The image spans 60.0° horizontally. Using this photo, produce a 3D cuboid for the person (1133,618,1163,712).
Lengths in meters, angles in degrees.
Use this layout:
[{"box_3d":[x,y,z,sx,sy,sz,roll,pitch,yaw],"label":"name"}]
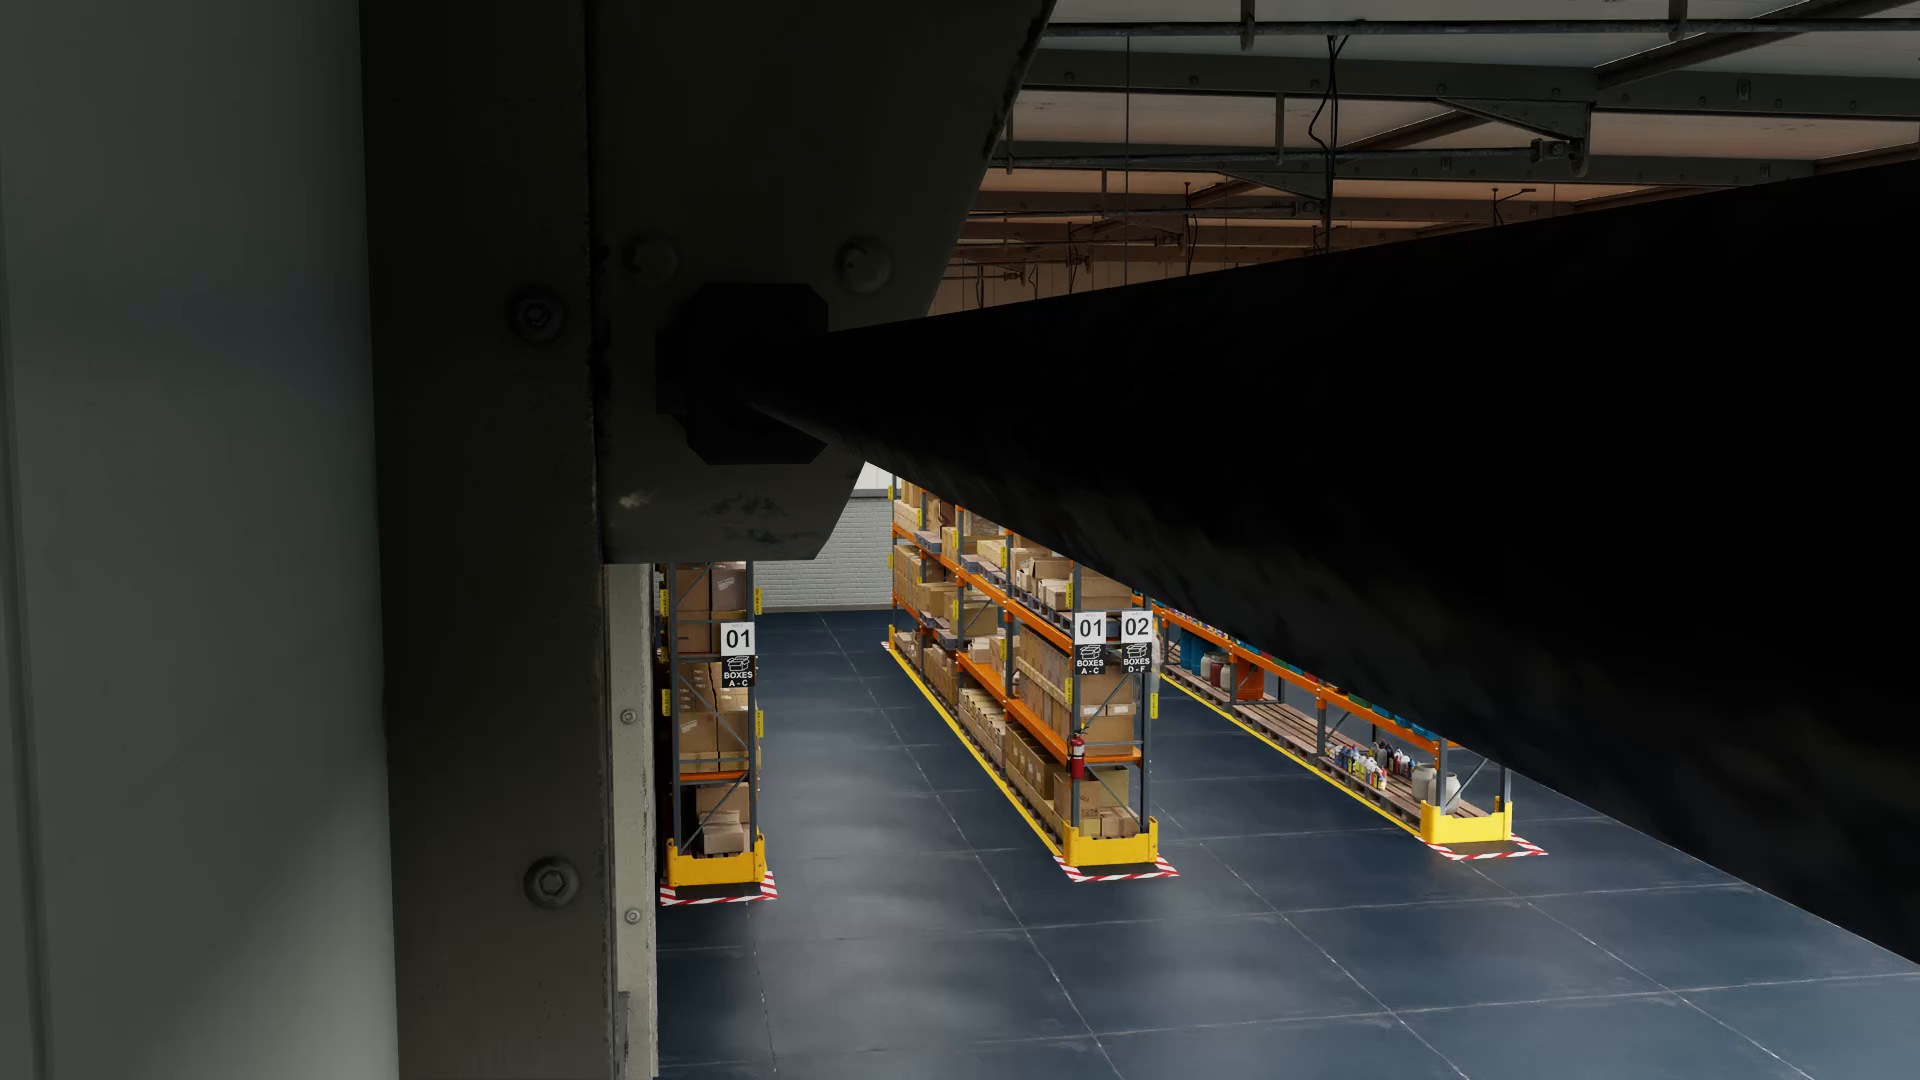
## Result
[{"box_3d":[3.259,2.124,28.696,0.626,1.634,0.661,-3,7,-26],"label":"person"}]
